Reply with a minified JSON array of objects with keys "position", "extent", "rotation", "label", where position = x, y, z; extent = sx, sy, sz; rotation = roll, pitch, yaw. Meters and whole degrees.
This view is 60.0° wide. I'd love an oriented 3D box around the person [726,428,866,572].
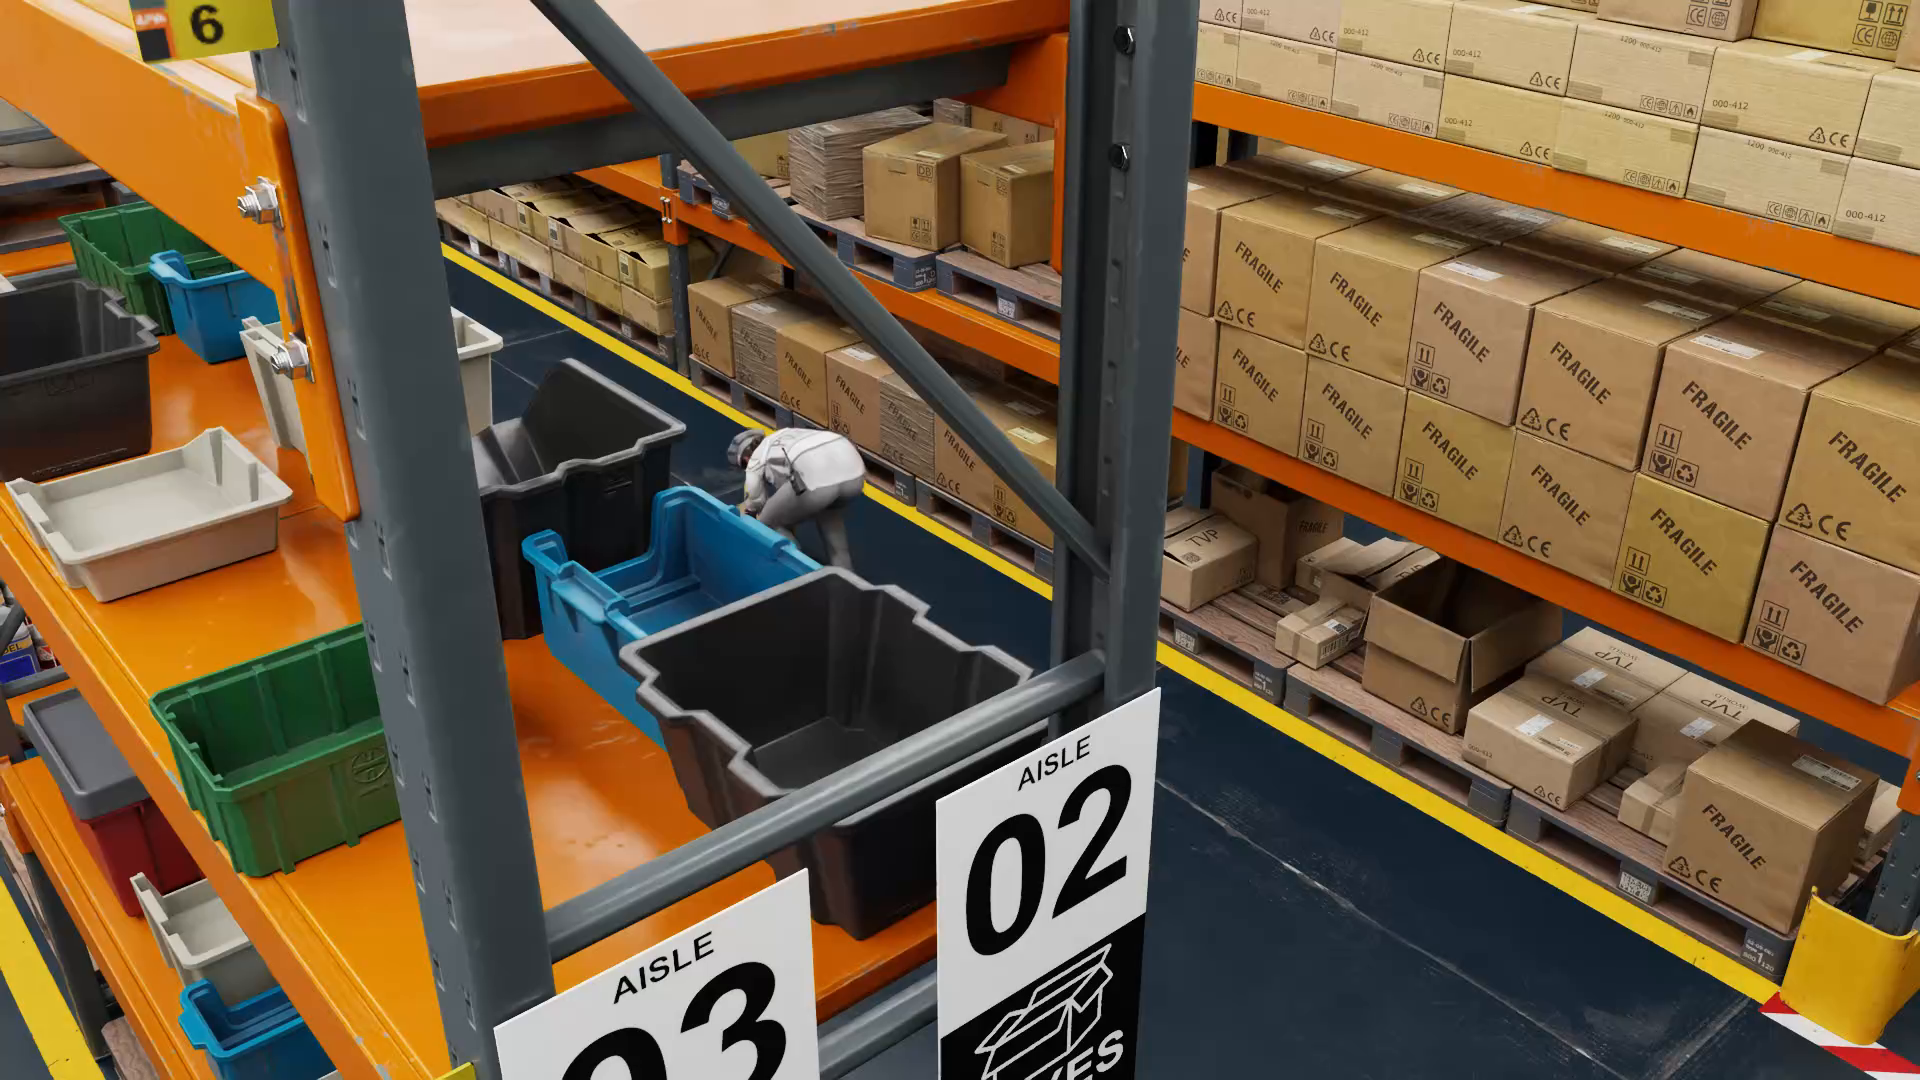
[{"position":[-0.874,-0.186,8.764],"extent":[0.465,0.908,0.904],"rotation":[-24,36,-37],"label":"person"}]
